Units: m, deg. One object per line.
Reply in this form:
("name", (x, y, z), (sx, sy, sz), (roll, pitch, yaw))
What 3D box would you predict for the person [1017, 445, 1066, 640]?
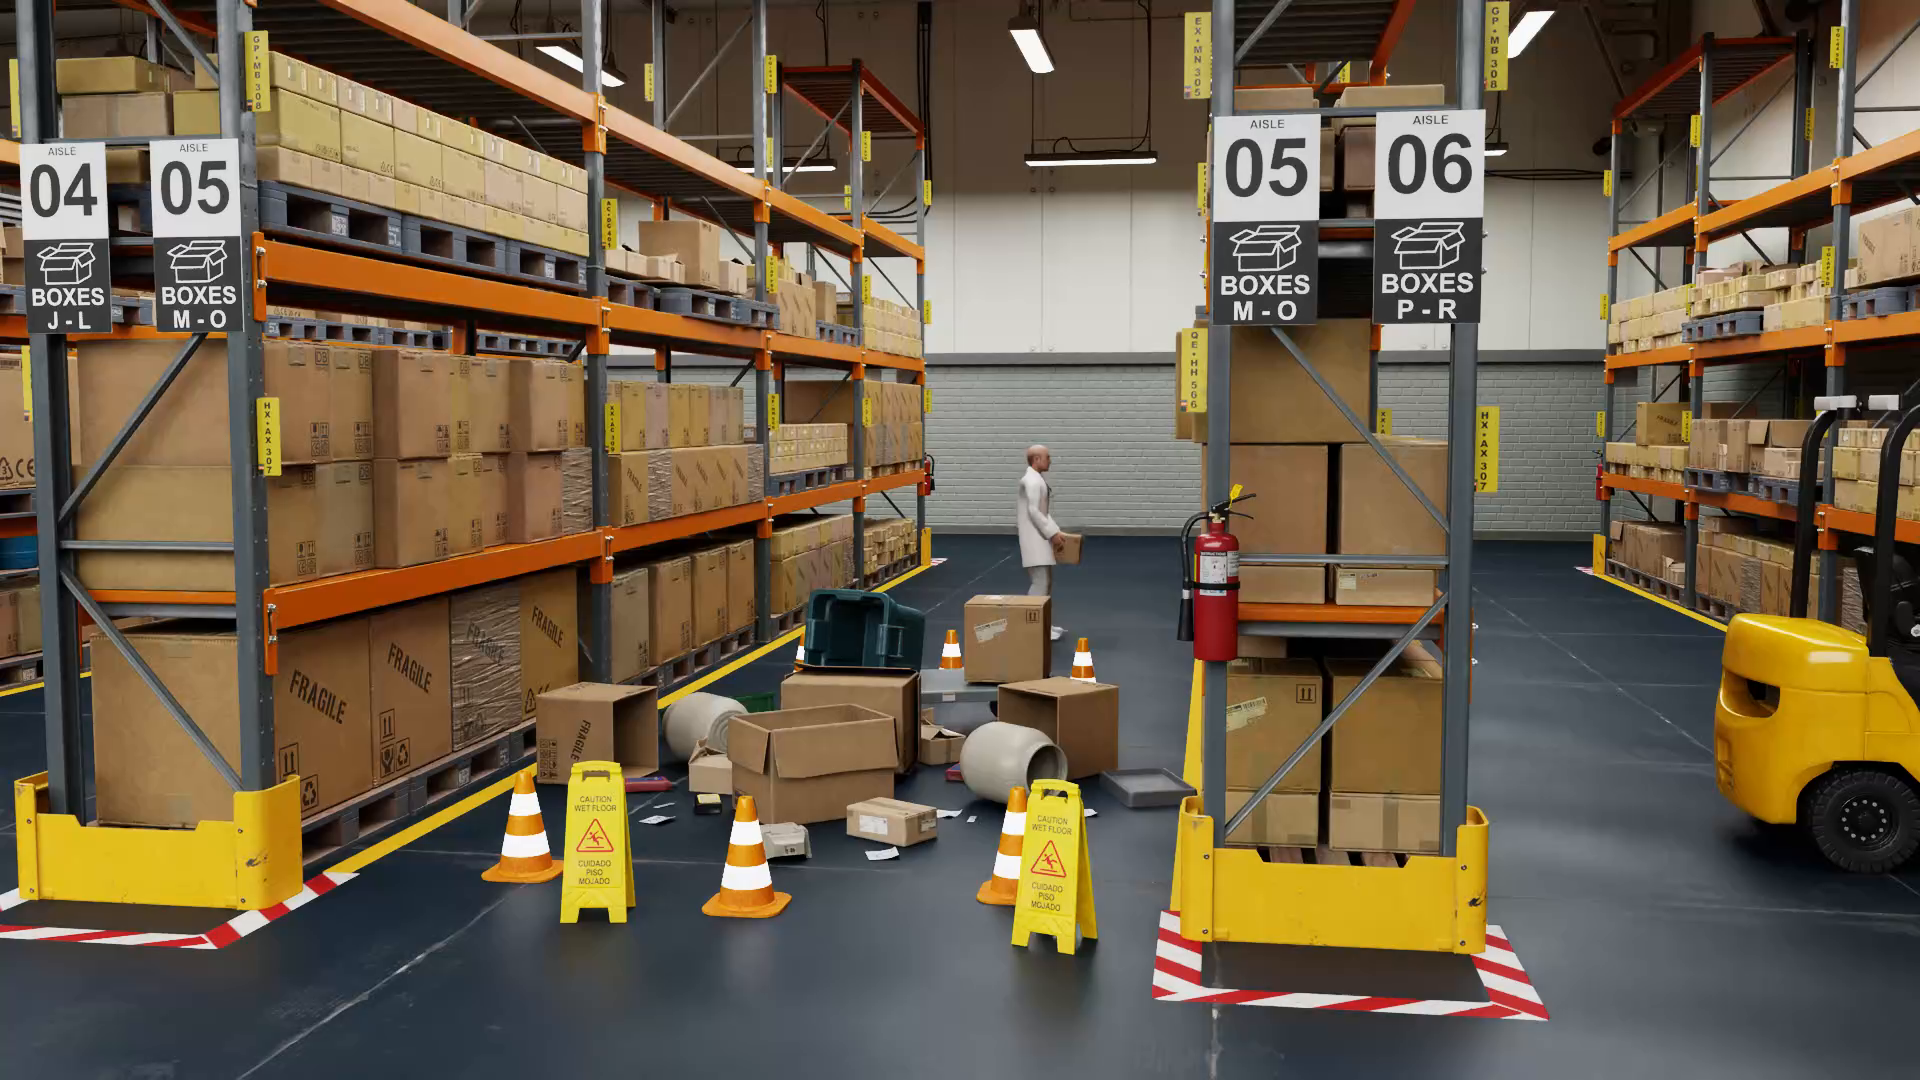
("person", (0.760, 0.013, 15.357), (0.455, 1.782, 0.577), (1, 4, 8))
